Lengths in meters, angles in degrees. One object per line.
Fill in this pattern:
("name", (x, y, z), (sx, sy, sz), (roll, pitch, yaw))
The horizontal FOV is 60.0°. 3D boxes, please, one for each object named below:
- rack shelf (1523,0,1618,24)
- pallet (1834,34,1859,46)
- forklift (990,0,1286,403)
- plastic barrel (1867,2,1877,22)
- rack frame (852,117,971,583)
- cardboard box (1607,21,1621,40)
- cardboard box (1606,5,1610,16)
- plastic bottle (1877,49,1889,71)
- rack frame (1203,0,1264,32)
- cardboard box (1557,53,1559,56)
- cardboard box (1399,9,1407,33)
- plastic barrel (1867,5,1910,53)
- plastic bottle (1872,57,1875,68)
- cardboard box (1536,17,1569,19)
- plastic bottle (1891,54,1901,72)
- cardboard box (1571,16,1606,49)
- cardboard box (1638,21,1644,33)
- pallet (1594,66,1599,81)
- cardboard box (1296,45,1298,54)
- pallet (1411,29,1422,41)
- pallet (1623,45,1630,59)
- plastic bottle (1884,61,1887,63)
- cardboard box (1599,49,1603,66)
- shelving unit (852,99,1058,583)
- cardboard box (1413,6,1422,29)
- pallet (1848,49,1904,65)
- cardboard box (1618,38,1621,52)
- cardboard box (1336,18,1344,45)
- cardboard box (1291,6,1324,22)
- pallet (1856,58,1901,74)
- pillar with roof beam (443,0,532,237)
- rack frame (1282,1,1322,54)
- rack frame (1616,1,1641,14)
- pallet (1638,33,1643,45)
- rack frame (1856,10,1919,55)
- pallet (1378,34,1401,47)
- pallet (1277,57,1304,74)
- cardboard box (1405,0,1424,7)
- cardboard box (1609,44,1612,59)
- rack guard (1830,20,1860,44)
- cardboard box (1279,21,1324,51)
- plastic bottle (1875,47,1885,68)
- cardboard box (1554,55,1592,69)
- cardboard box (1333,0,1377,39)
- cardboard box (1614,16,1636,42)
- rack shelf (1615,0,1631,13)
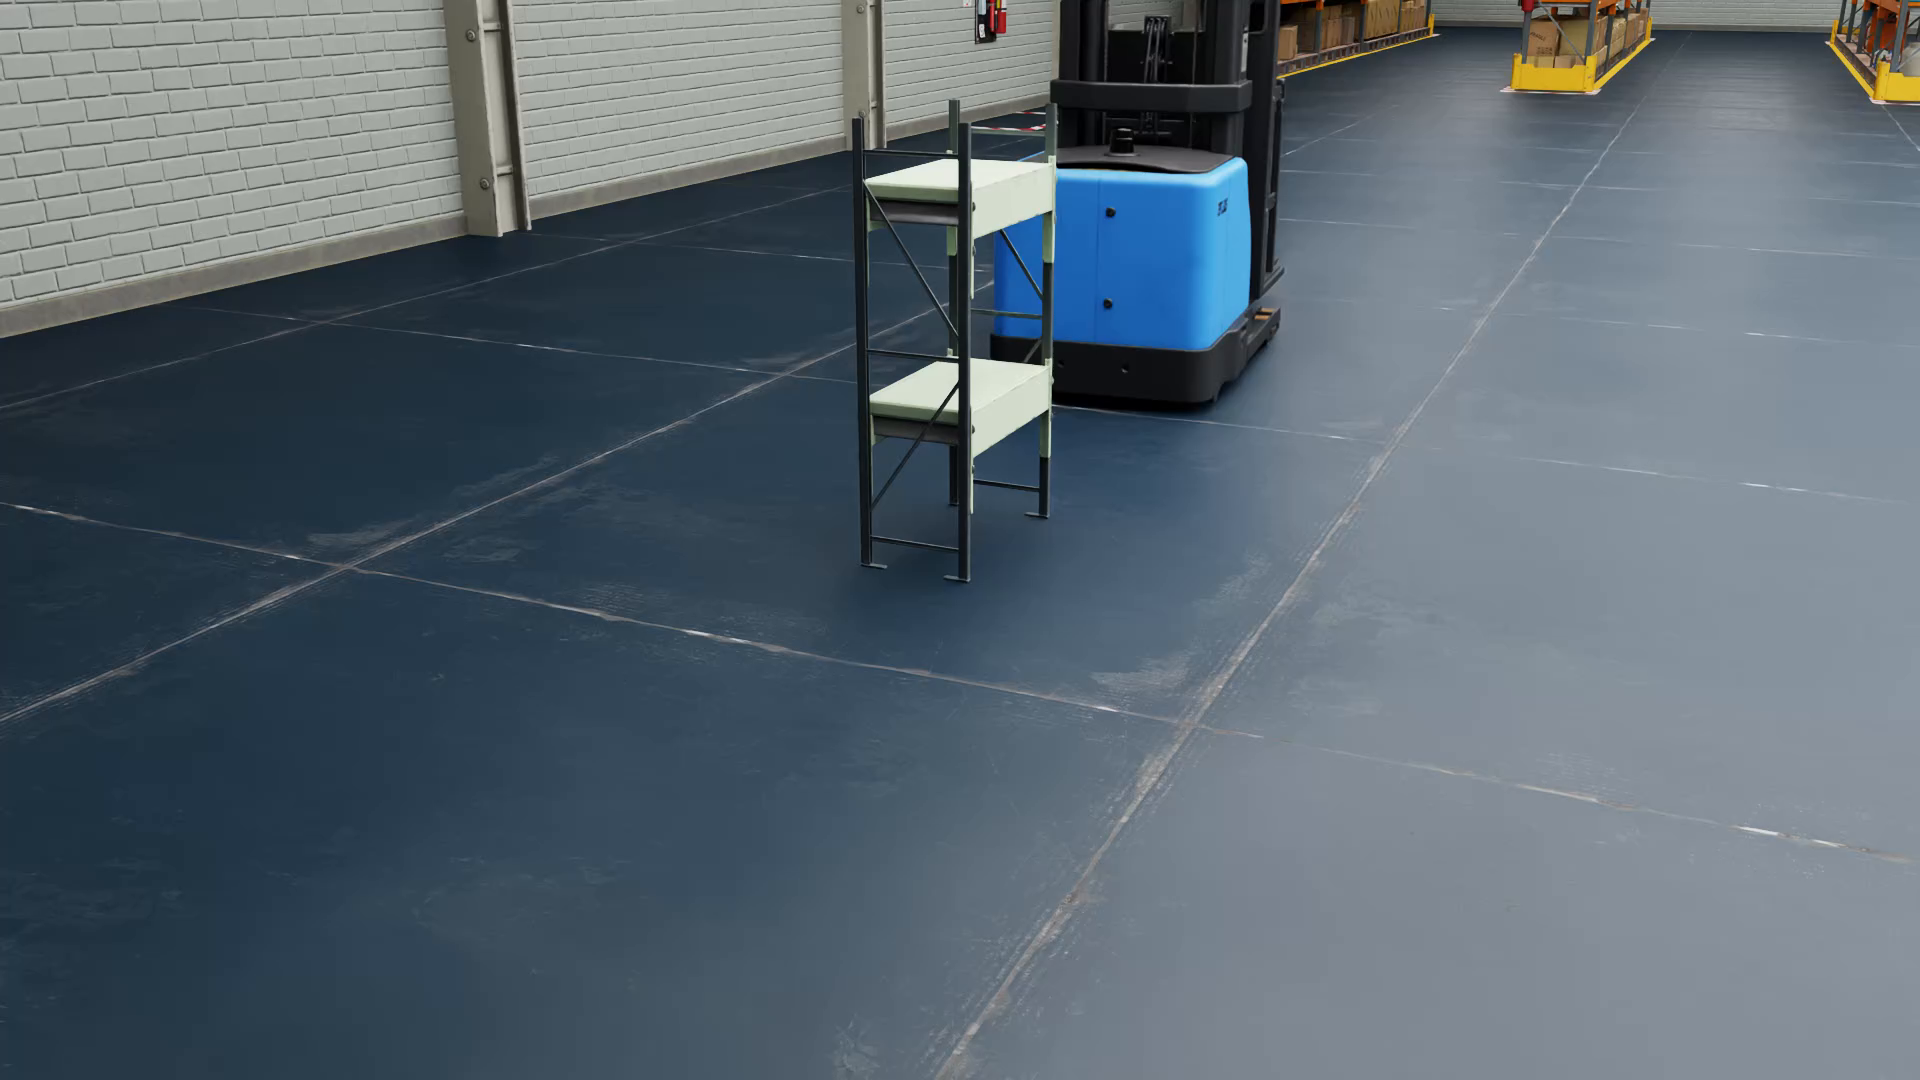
("rack shelf", (9.753, -8.491, 26.442), (1.077, 0.370, 4.000), (9, 21, 23))
("pallet", (19.630, -10.869, 36.215), (1.003, 0.211, 1.213), (9, 21, 23))
("forklift", (1.112, -2.457, 8.502), (1.130, 2.935, 3.031), (7, 21, 18))
("plastic barrel", (17.837, -10.035, 32.215), (0.600, 0.901, 0.708), (9, 21, 23))
("rack frame", (-0.153, -0.593, 5.397), (0.400, 1.500, 0.023), (9, 21, 23))
("cardboard box", (11.597, -9.171, 29.918), (0.500, 0.311, 0.500), (9, 22, 24))
("cardboard box", (12.813, -10.697, 33.524), (0.500, 0.250, 0.500), (8, 21, 22))
("plastic bottle", (14.053, -7.286, 25.276), (0.144, 0.351, 0.185), (10, 22, 25))
("rack frame", (4.413, -8.897, 26.511), (1.000, 3.000, 0.127), (9, 21, 23))
("cardboard box", (9.078, -7.480, 26.002), (0.500, 0.250, 0.500), (9, 21, 23))
("cardboard box", (9.727, -11.800, 37.777), (0.700, 0.500, 0.500), (9, 21, 23))
("plastic barrel", (16.912, -9.311, 30.285), (0.600, 0.830, 0.708), (9, 21, 23))
("plastic bottle", (14.517, -7.581, 26.330), (0.097, 0.201, 0.097), (0, 20, 0))
("cardboard box", (9.484, -8.140, 26.738), (0.500, 0.500, 0.500), (9, 21, 23))
("plastic bottle", (14.274, -7.295, 25.412), (0.152, 0.276, 0.135), (9, 21, 23))
("cardboard box", (10.165, -8.221, 26.966), (0.500, 0.500, 0.500), (9, 21, 23))
("cardboard box", (15.072, -11.535, 37.375), (0.500, 0.250, 0.500), (9, 21, 23))
("pallet", (9.710, -7.516, 26.788), (1.003, 0.211, 1.213), (9, 21, 23))
("cardboard box", (5.859, -8.825, 29.879), (0.380, 0.166, 0.250), (6, 20, 16))
("pallet", (10.208, -11.848, 38.969), (1.003, 0.211, 1.213), (9, 21, 23))
("pallet", (12.550, -9.574, 32.574), (1.003, 0.211, 1.213), (9, 21, 23))
("plastic bottle", (13.804, -7.049, 24.831), (0.097, 0.201, 0.097), (0, 20, 0))
("cardboard box", (10.176, -7.866, 27.087), (0.500, 0.250, 0.500), (9, 21, 23))
("shelving unit", (-0.003, -0.705, 5.712), (0.431, 1.500, 0.755), (9, 21, 23))
("cardboard box", (10.565, -12.428, 39.542), (0.700, 0.500, 0.500), (8, 21, 23))
("pallet", (17.012, -8.917, 30.726), (1.003, 0.211, 1.213), (9, 21, 23))
("cardboard box", (11.800, -9.061, 30.448), (0.500, 0.250, 0.500), (9, 22, 24))
("cardboard box", (7.125, -10.004, 32.696), (0.700, 0.500, 0.500), (9, 21, 23))
("cardboard box", (6.514, -9.865, 31.188), (0.500, 0.250, 0.500), (8, 21, 22))
("pallet", (15.874, -8.067, 28.336), (1.003, 0.211, 1.213), (9, 21, 23))
("pillar with roof beam", (0.467, -5.964, 9.308), (9.100, 9.000, 0.400), (9, 21, 23))
("rack frame", (6.051, -10.120, 29.949), (1.000, 3.000, 0.127), (9, 21, 23))
("rack frame", (13.848, -11.887, 34.918), (1.000, 3.000, 0.127), (9, 21, 23))
("pallet", (14.628, -11.157, 37.027), (1.003, 0.211, 1.213), (9, 21, 23))
("rack frame", (16.727, -9.984, 29.565), (1.000, 3.000, 0.127), (9, 21, 23))
("pallet", (9.080, -11.006, 36.601), (1.003, 0.211, 1.213), (9, 21, 23))
("pallet", (5.310, -8.222, 28.773), (1.003, 0.211, 1.213), (9, 21, 23))
("cardboard box", (10.779, -12.744, 39.463), (0.380, 0.149, 0.250), (9, 22, 24))
("cardboard box", (10.963, -8.433, 28.682), (0.500, 0.250, 0.500), (8, 21, 21))
("rack guard", (20.001, -11.261, 36.886), (1.175, 0.500, 0.348), (9, 21, 23))
("cardboard box", (6.337, -9.377, 30.933), (0.700, 0.500, 0.500), (9, 22, 25))
("plastic bottle", (14.303, -7.473, 25.801), (0.144, 0.351, 0.185), (8, 21, 20))
("cardboard box", (9.356, -7.255, 25.368), (0.500, 0.250, 0.500), (9, 21, 23))
("cardboard box", (8.110, -10.735, 34.259), (0.750, 0.750, 0.750), (8, 21, 22))
("cardboard box", (13.285, -10.268, 33.437), (0.500, 0.500, 0.500), (8, 21, 21))
("rack shelf", (11.391, -9.714, 29.881), (1.077, 0.370, 4.000), (9, 21, 23))
